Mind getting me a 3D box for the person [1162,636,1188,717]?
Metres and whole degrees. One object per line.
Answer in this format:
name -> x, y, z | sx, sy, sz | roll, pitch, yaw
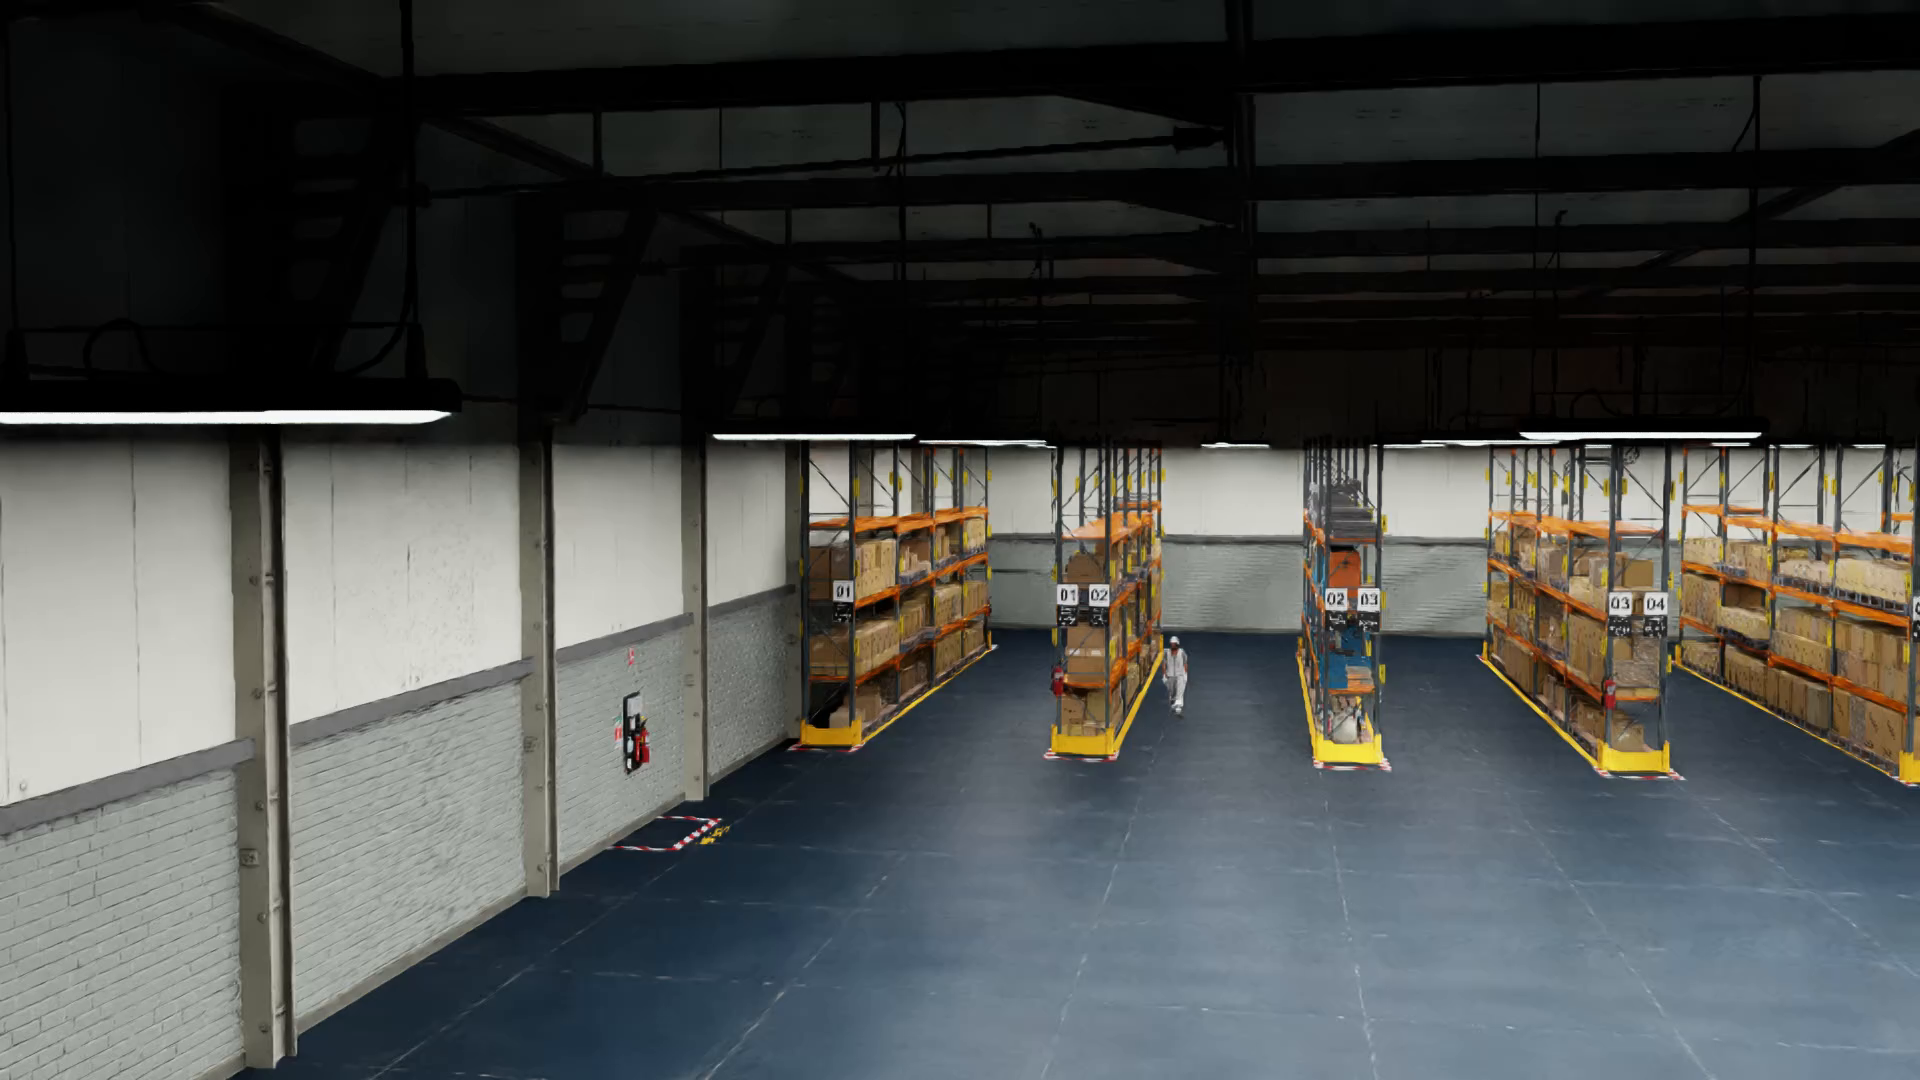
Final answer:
person -> 4.631, 2.914, 35.856 | 0.539, 1.709, 1.122 | 1, 3, 12
